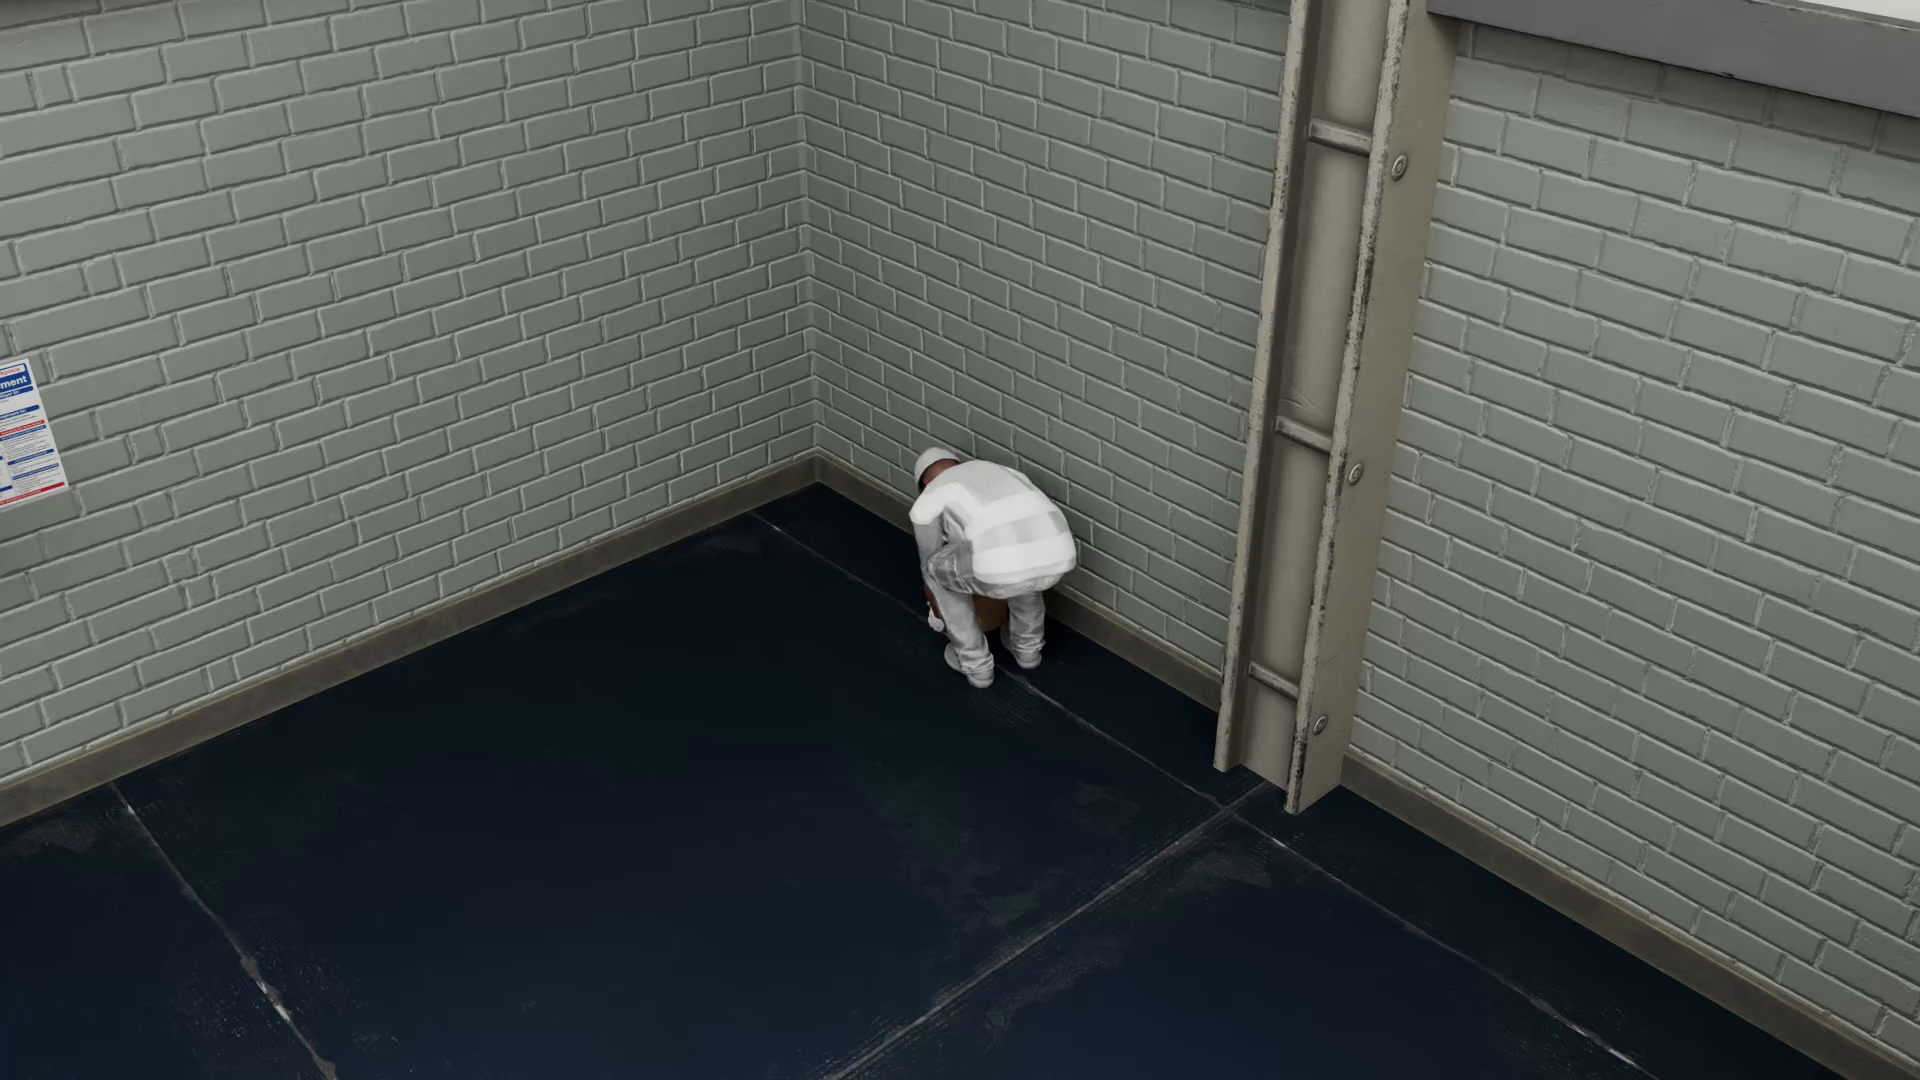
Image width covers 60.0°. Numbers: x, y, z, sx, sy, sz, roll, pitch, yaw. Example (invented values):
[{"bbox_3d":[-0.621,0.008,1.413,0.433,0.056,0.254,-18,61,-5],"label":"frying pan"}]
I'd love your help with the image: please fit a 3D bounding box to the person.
[{"bbox_3d":[0.089,0.034,6.857,0.520,0.948,0.981,-15,34,-22],"label":"person"}]
